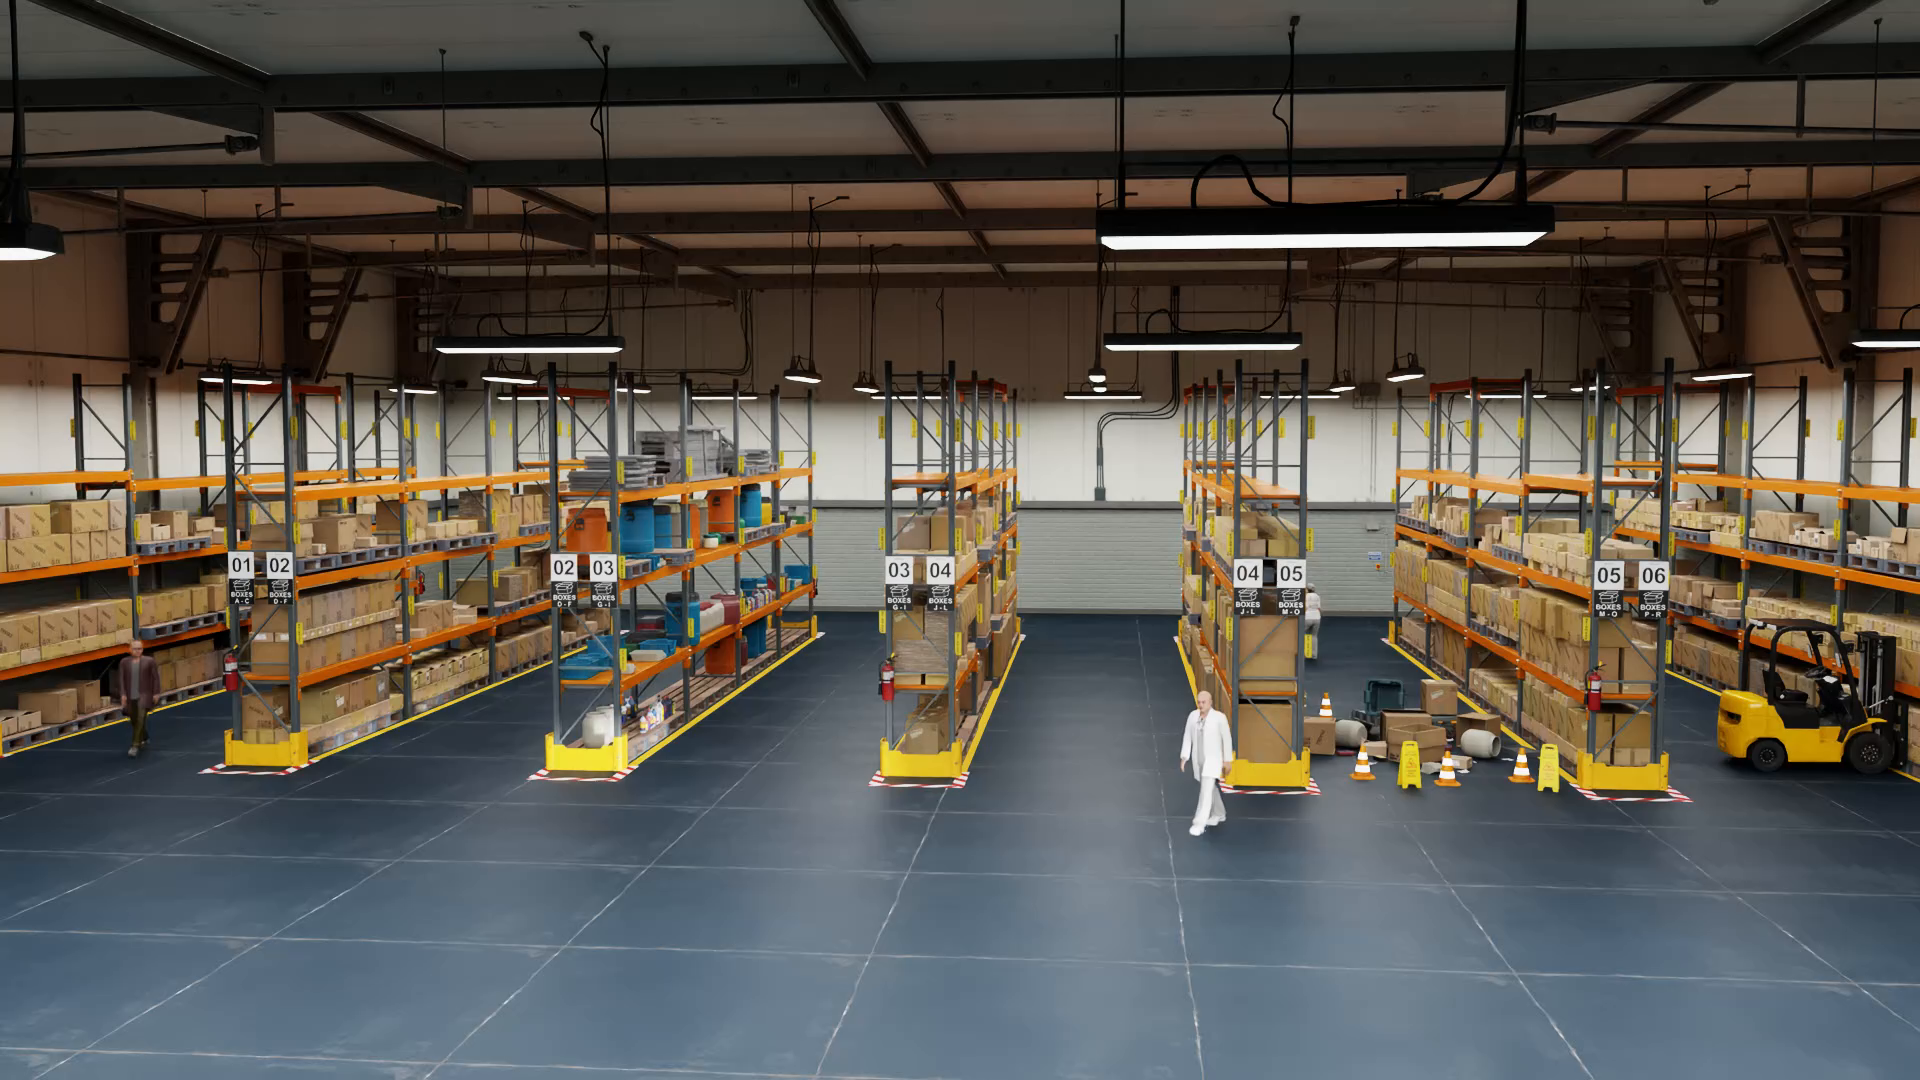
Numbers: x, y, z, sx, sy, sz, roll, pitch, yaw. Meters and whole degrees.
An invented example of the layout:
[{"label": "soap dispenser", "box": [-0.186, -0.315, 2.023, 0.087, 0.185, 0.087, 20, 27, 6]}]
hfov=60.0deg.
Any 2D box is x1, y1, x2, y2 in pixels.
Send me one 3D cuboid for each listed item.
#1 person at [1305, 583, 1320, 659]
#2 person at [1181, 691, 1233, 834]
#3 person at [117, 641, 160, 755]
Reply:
[{"label": "person", "box": [7.675, 1.777, 36.440, 0.540, 1.664, 0.443, -2, 4, -30]}, {"label": "person", "box": [3.028, 2.749, 20.702, 1.085, 1.733, 0.609, -3, 5, -43]}, {"label": "person", "box": [-12.772, 2.432, 25.797, 0.560, 1.716, 1.070, -1, 4, -12]}]
